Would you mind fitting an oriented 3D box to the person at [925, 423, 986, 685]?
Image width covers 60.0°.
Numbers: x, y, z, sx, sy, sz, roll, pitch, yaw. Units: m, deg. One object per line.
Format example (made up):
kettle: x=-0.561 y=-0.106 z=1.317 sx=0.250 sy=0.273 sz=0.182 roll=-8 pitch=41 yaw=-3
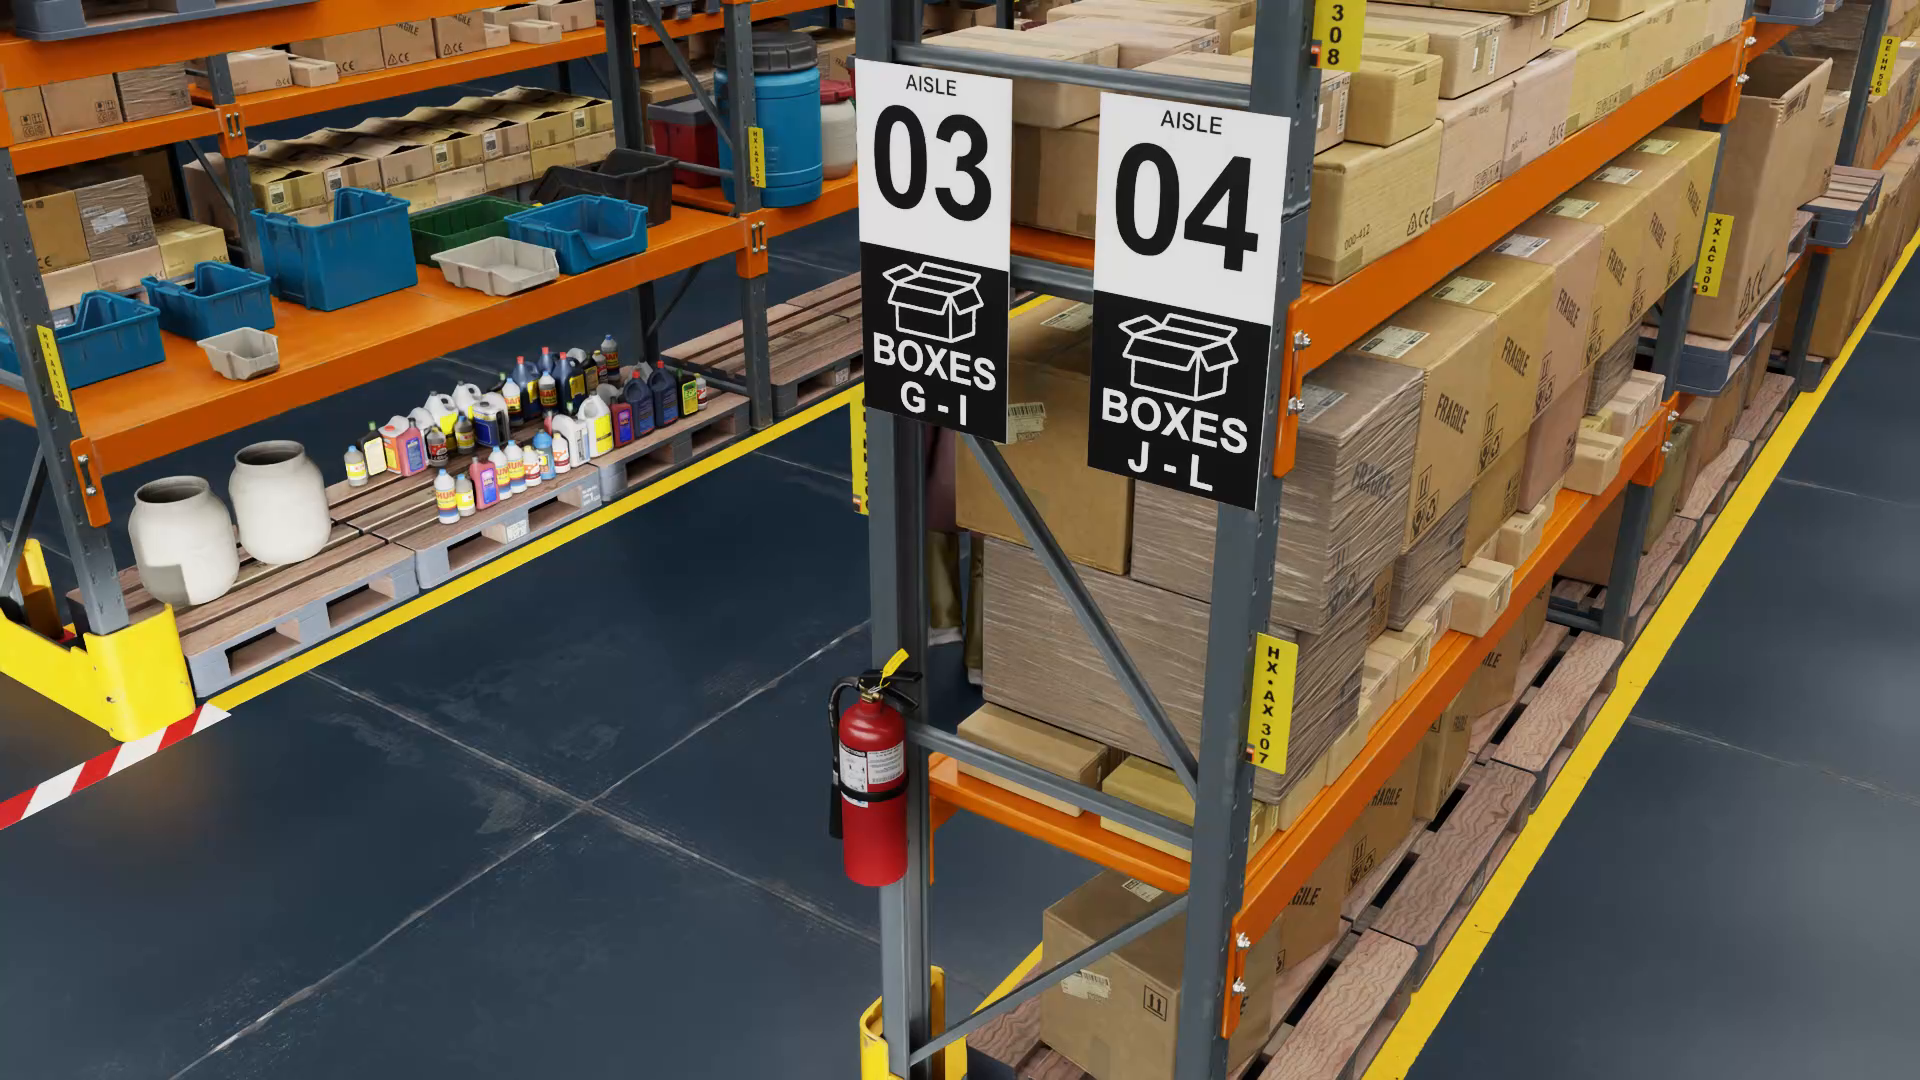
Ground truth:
person: x=0.071 y=-0.262 z=7.119 sx=0.637 sy=1.761 sz=0.551 roll=-1 pitch=27 yaw=-1
